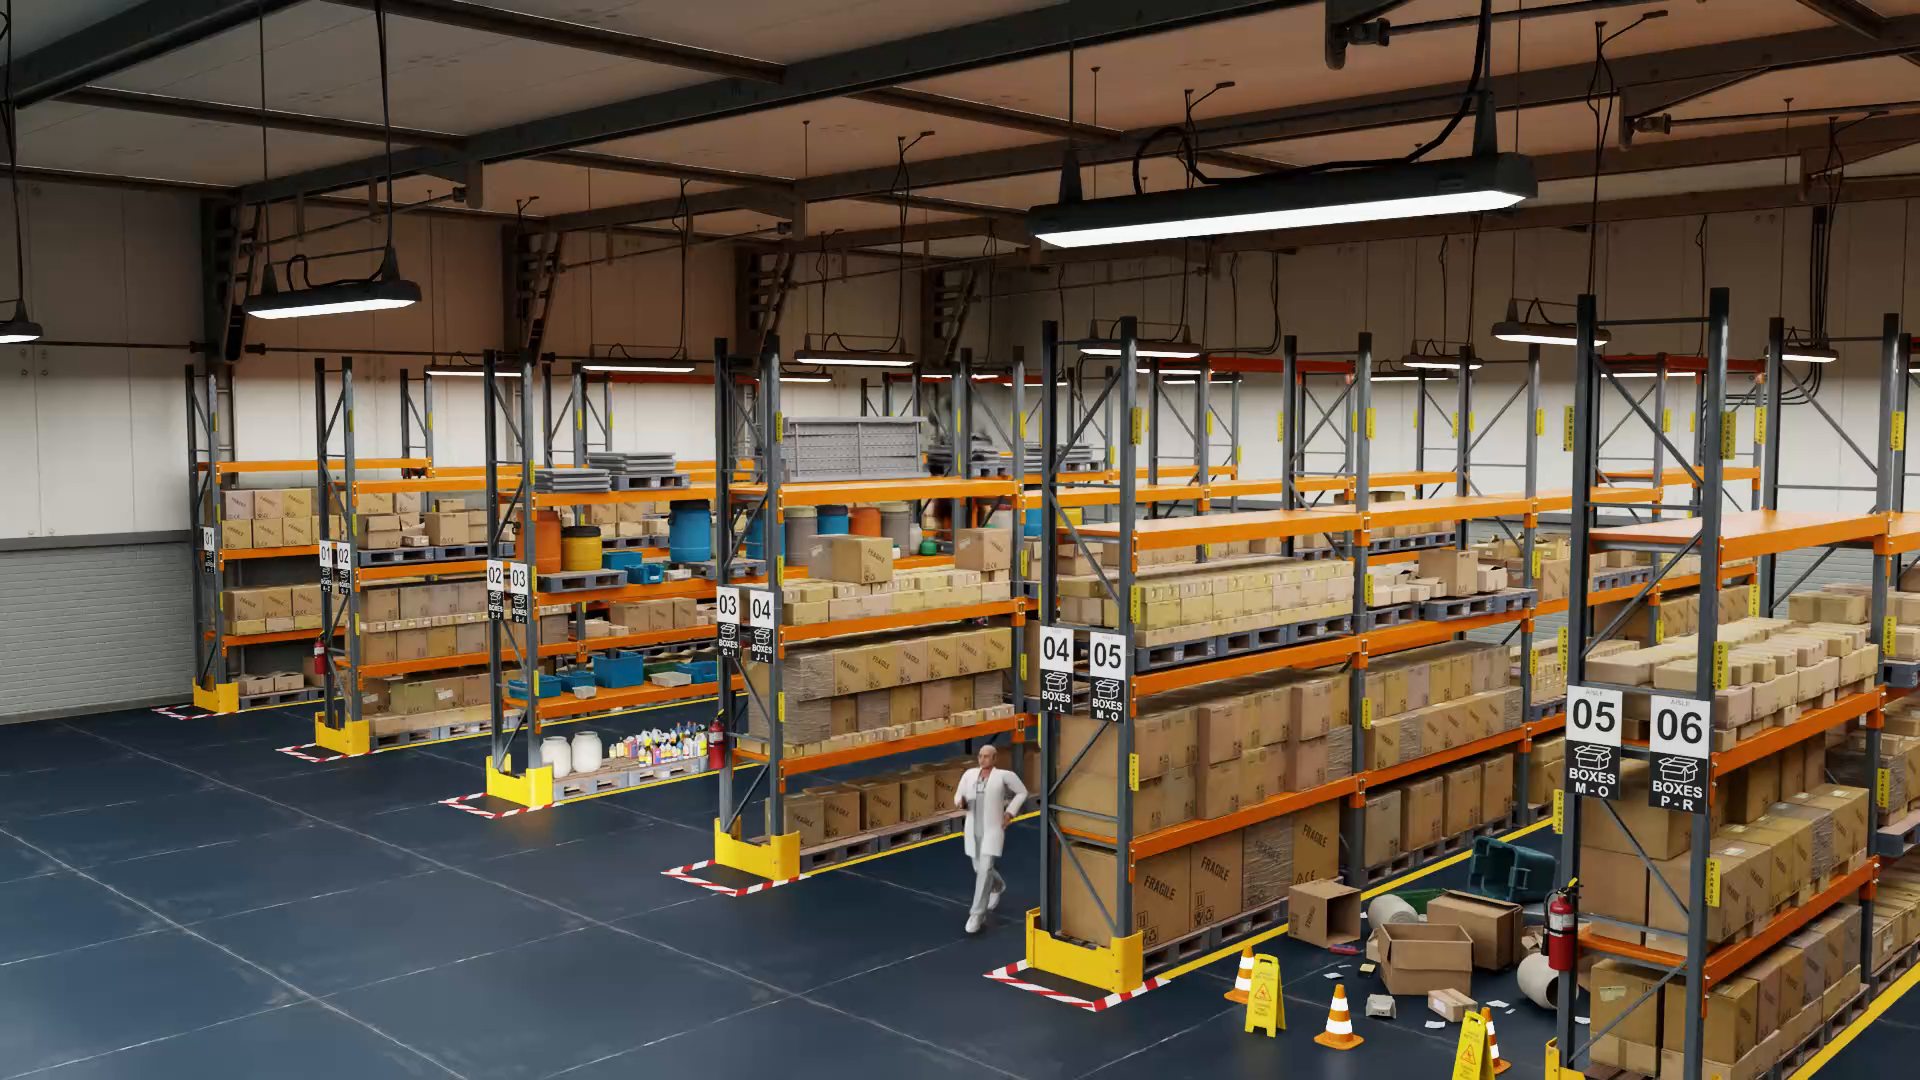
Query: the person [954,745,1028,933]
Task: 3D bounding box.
[{"bbox_3d":[0.257,2.956,16.801,0.709,1.780,1.009,2,5,28],"label":"person"}]
